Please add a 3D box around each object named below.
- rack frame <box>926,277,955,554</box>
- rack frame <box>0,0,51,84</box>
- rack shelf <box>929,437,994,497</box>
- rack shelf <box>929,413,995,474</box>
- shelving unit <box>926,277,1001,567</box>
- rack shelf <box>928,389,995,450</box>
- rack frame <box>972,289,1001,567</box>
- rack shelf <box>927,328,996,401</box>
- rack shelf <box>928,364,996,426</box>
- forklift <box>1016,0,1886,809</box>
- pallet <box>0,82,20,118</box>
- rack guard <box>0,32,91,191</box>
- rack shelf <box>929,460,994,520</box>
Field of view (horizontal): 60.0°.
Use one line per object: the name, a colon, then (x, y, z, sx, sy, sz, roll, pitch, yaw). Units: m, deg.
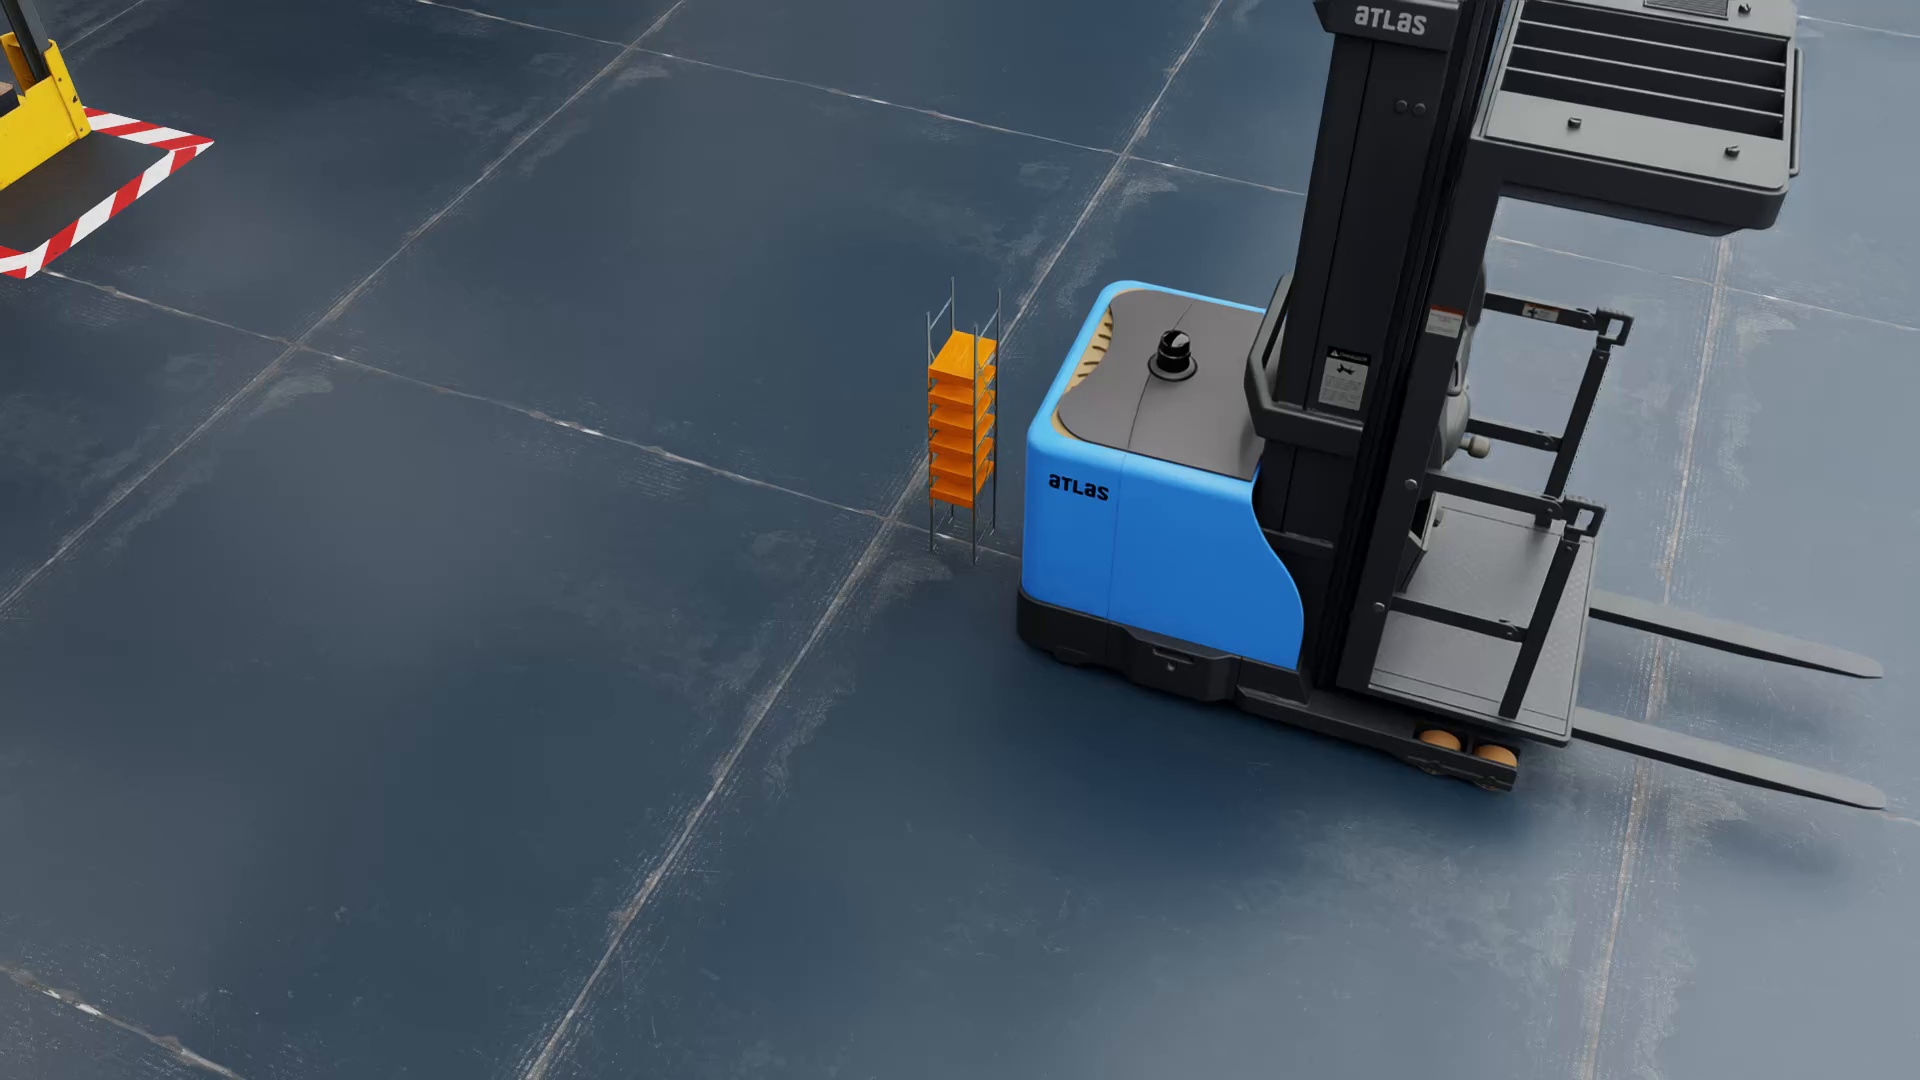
rack frame: (-0.071, -0.446, 6.348, 0.006, 1.200, 0.240, 16, 47, 16)
rack frame: (-4.962, -2.968, 7.607, 0.127, 3.000, 1.000, 16, 47, 16)
rack shelf: (0.013, -0.305, 6.439, 0.180, 0.103, 0.258, 16, 47, 16)
rack shelf: (0.013, -0.390, 6.354, 0.180, 0.103, 0.258, 16, 47, 16)
shelving unit: (0.013, -0.421, 6.323, 0.189, 1.200, 0.258, 16, 47, 16)
rack shelf: (0.013, -0.475, 6.270, 0.180, 0.103, 0.258, 16, 47, 16)
rack frame: (0.098, -0.397, 6.298, 0.006, 1.200, 0.240, 16, 47, 16)
rack shelf: (0.013, -0.645, 6.100, 0.180, 0.103, 0.258, 16, 47, 16)
rack shelf: (0.013, -0.560, 6.185, 0.180, 0.103, 0.258, 16, 47, 16)
forklift: (1.784, -0.584, 5.259, 3.031, 2.935, 1.130, 15, 47, 14)
pallet: (-5.798, -2.194, 8.806, 1.213, 0.211, 1.003, 16, 47, 16)
rack guard: (-5.051, -2.072, 8.478, 0.348, 0.500, 1.175, 16, 47, 16)
rack shelf: (0.013, -0.220, 6.523, 0.180, 0.103, 0.258, 16, 47, 16)
